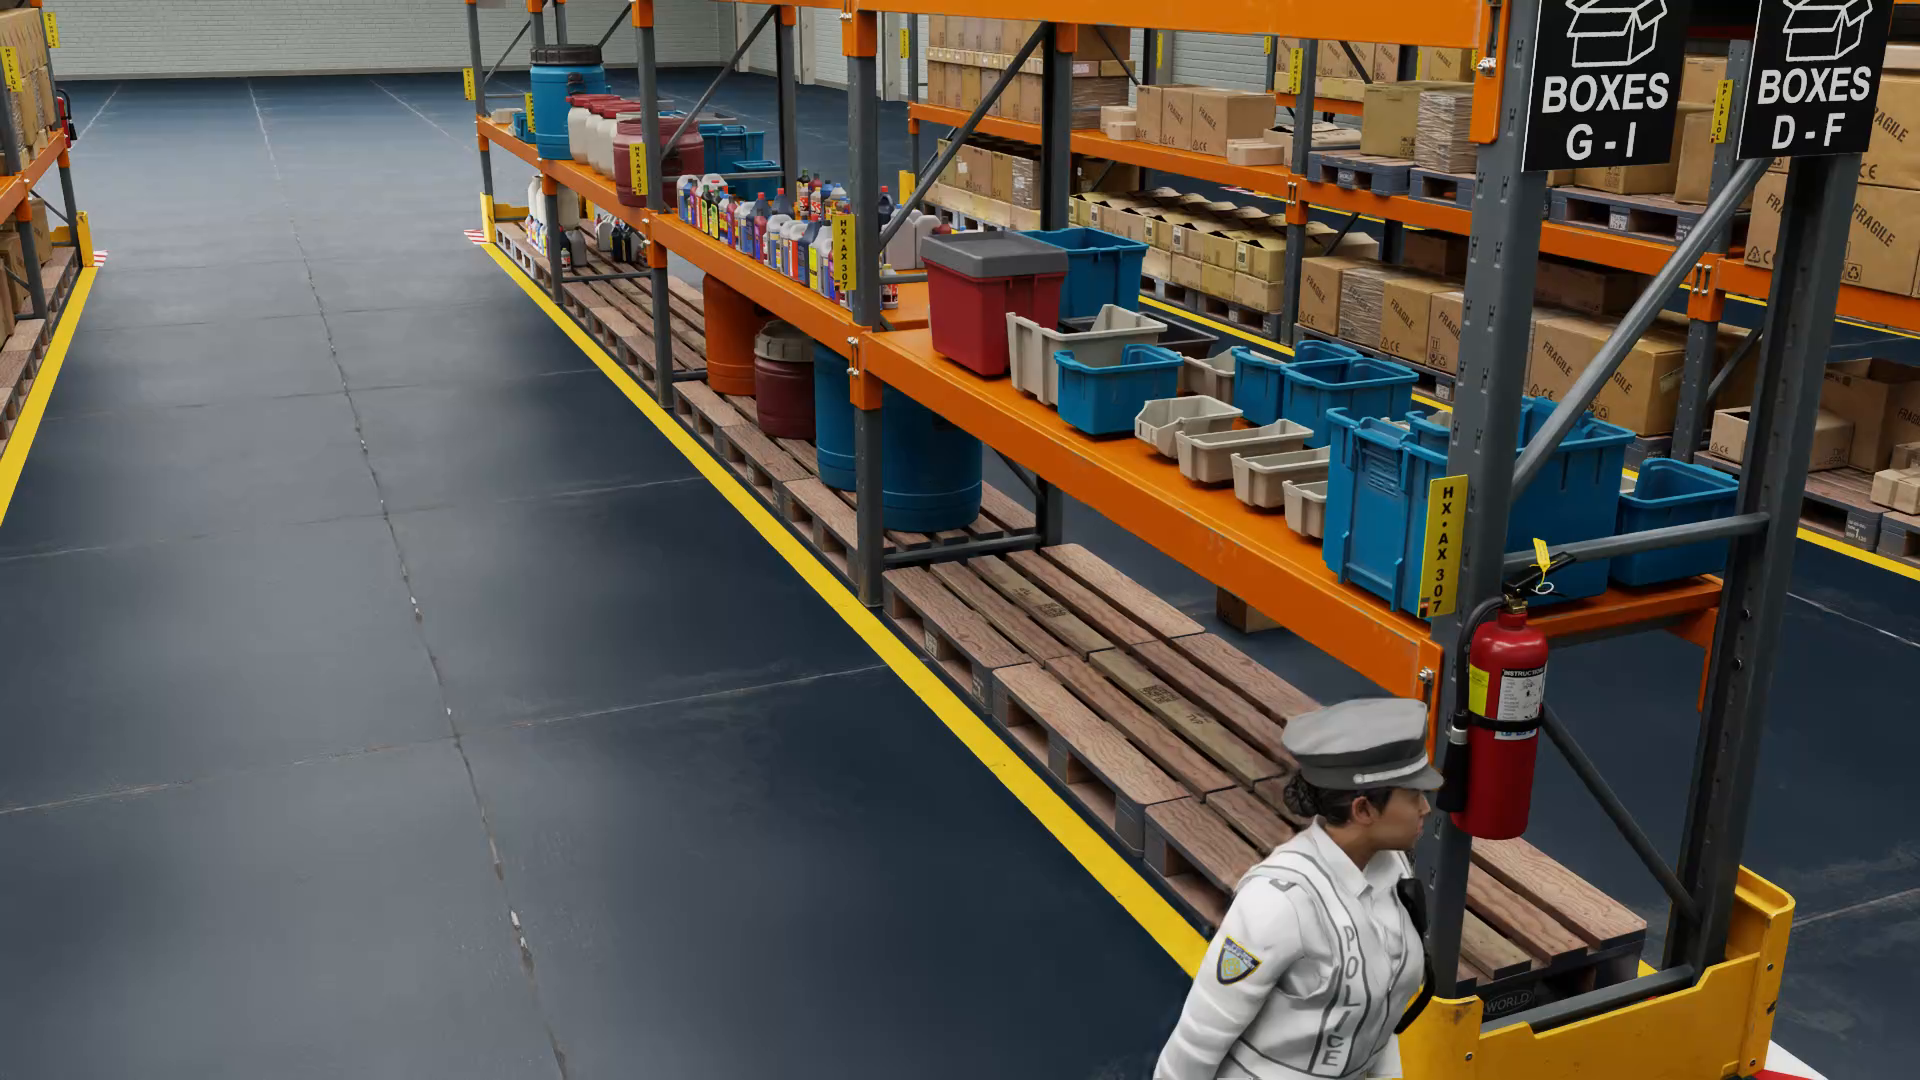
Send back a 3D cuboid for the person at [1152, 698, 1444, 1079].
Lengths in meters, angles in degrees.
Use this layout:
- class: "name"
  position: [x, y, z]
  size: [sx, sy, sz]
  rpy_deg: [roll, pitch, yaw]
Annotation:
- class: "person"
  position: [0.649, 1.043, 3.019]
  size: [0.904, 1.618, 0.502]
  rpy_deg: [13, 23, 33]
